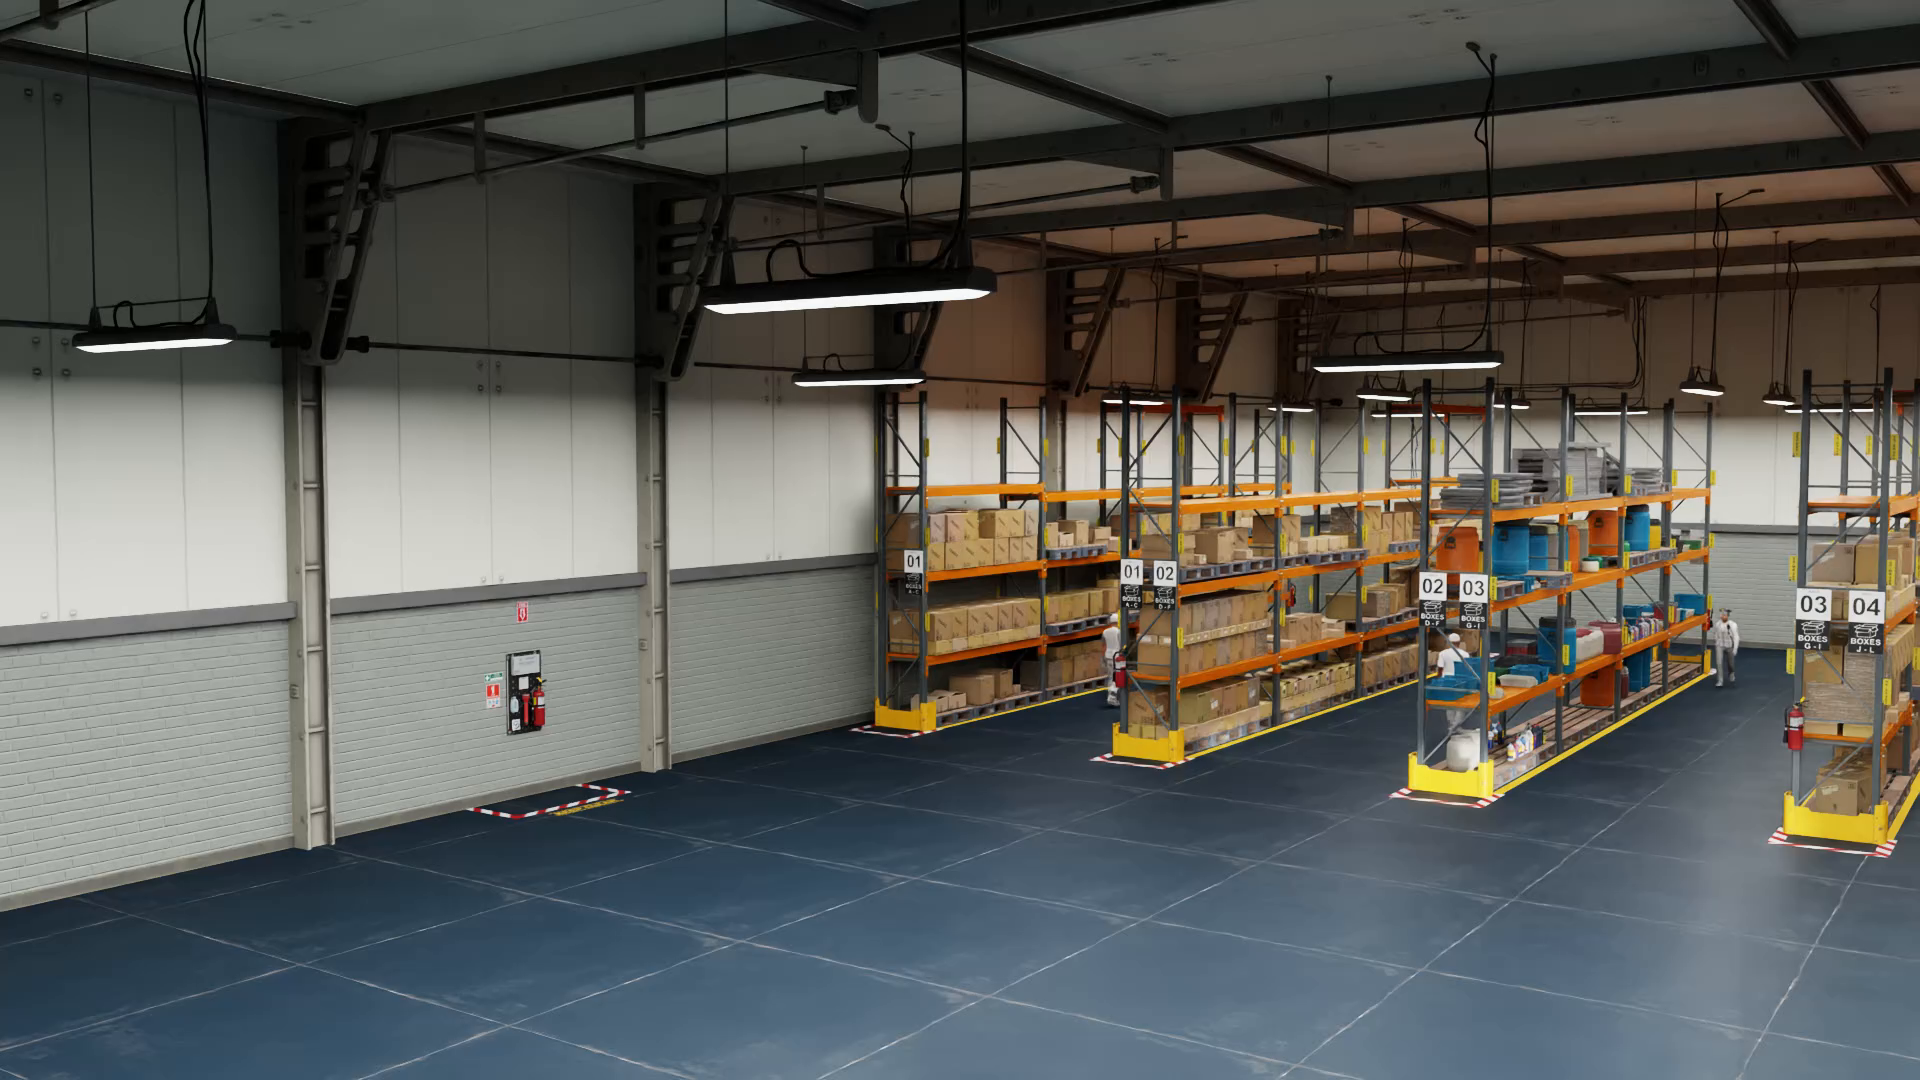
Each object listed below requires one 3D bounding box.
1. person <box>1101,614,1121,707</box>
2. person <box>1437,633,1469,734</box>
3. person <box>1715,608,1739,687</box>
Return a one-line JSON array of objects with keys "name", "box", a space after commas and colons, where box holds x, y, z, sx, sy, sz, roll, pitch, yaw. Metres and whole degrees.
[{"name": "person", "box": [2.978, 2.324, 32.226, 0.518, 1.789, 0.588, -3, 4, -45]}, {"name": "person", "box": [8.641, 2.514, 29.074, 0.594, 1.765, 0.548, 2, 4, 33]}, {"name": "person", "box": [16.093, 2.234, 34.878, 0.476, 1.634, 0.852, 2, 4, 31]}]
